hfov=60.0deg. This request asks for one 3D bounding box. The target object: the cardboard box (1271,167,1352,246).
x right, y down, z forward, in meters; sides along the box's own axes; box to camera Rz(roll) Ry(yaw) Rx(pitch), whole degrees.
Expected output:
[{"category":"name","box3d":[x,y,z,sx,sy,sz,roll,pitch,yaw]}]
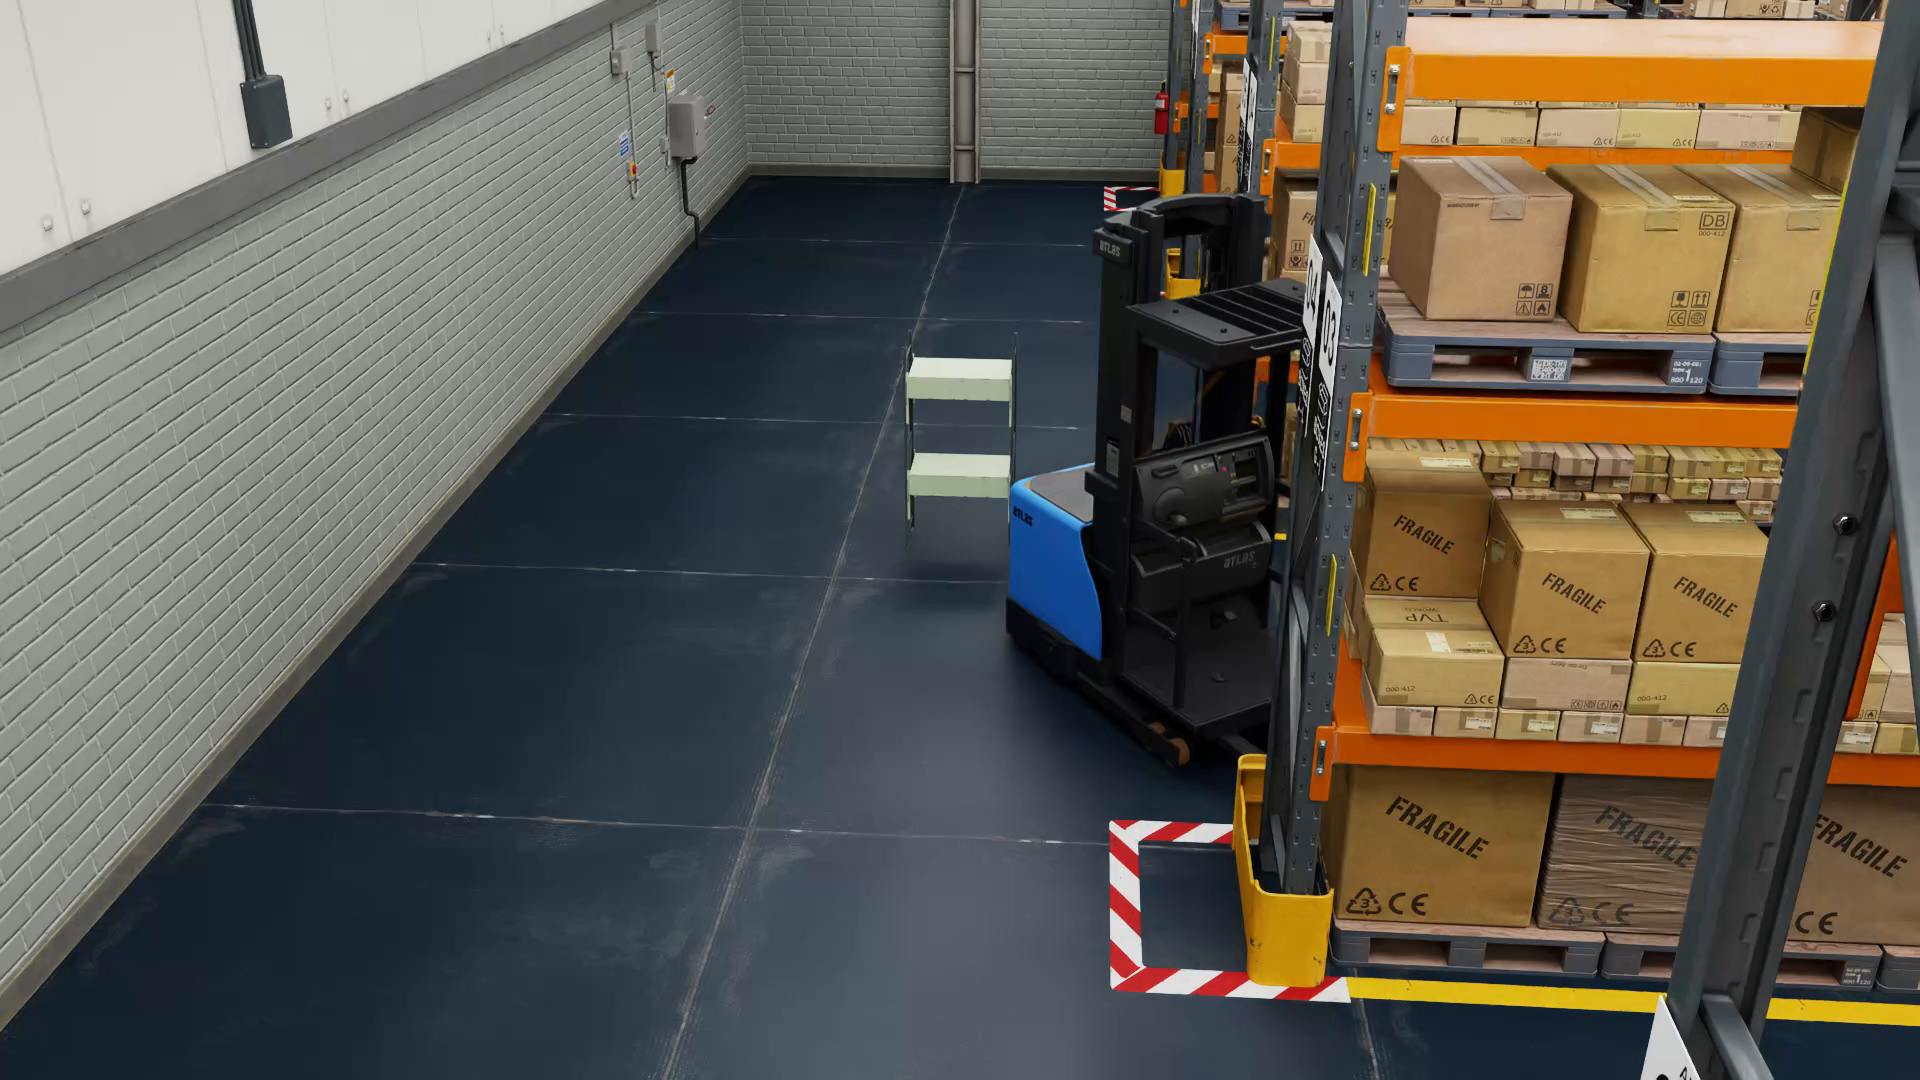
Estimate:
[{"category":"cardboard box","box3d":[2.510,-2.365,11.841,0.500,0.500,0.500,1,25,3]}]

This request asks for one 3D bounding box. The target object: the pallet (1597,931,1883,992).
[{"category":"pallet","box3d":[3.571,1.723,7.965,1.213,0.211,1.003,2,25,4]}]

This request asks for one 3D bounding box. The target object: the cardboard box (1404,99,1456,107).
[{"category":"cardboard box","box3d":[2.973,-3.024,10.938,0.500,0.250,0.500,2,25,3]}]

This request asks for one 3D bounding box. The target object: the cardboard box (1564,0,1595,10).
[{"category":"cardboard box","box3d":[5.640,-5.004,15.199,0.258,0.266,0.396,3,25,6]}]

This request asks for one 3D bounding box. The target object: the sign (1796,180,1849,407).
[{"category":"sign","box3d":[1.201,-0.321,2.280,0.005,0.325,0.100,2,25,4]}]

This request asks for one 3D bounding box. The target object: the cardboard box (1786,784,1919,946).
[{"category":"cardboard box","box3d":[3.993,1.242,7.713,0.875,0.875,0.875,2,25,4]}]

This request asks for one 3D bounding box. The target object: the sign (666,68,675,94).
[{"category":"sign","box3d":[-3.216,-5.108,18.485,0.001,0.242,0.339,2,25,4]}]

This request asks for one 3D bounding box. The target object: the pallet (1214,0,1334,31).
[{"category":"pallet","box3d":[3.053,-5.010,15.779,1.213,0.211,1.003,2,25,4]}]

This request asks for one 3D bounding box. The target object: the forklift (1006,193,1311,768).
[{"category":"forklift","box3d":[1.481,-0.291,9.087,1.130,2.935,3.031,-14,28,-28]}]

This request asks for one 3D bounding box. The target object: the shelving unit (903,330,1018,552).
[{"category":"shelving unit","box3d":[0.007,-0.681,11.647,0.755,1.500,0.431,2,25,4]}]

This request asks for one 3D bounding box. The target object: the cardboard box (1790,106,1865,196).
[{"category":"cardboard box","box3d":[3.568,-1.493,6.391,0.500,0.250,0.500,1,25,2]}]

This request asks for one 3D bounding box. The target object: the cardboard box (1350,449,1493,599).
[{"category":"cardboard box","box3d":[2.060,-0.079,7.470,0.500,0.500,0.500,2,25,5]}]

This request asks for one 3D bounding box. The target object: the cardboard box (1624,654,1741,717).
[{"category":"cardboard box","box3d":[3.032,0.515,7.077,0.500,0.250,0.500,1,25,2]}]

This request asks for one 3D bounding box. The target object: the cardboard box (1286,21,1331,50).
[{"category":"cardboard box","box3d":[2.389,-3.456,11.399,0.250,0.149,0.380,2,25,4]}]

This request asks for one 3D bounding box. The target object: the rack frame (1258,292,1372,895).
[{"category":"rack frame","box3d":[1.554,0.423,7.454,0.127,3.000,1.000,2,25,4]}]

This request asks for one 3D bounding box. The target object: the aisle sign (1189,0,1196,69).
[{"category":"aisle sign","box3d":[2.265,-5.020,16.172,0.004,0.787,0.394,2,25,4]}]

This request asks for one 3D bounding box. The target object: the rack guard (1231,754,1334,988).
[{"category":"rack guard","box3d":[1.530,1.558,7.978,0.348,0.500,1.175,2,25,4]}]

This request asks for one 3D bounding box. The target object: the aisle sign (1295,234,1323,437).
[{"category":"aisle sign","box3d":[1.505,-0.885,7.187,0.004,0.787,0.394,2,25,4]}]

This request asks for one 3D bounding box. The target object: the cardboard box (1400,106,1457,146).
[{"category":"cardboard box","box3d":[2.987,-2.796,11.040,0.500,0.250,0.500,3,25,6]}]

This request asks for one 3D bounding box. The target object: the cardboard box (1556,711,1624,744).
[{"category":"cardboard box","box3d":[2.654,0.710,7.132,0.250,0.149,0.380,1,25,3]}]

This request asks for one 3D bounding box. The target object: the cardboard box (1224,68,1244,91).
[{"category":"cardboard box","box3d":[2.646,-4.375,15.789,0.250,0.149,0.380,2,25,5]}]

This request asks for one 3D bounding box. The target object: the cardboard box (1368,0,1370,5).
[{"category":"cardboard box","box3d":[3.802,-5.197,15.564,0.500,0.311,0.500,2,25,5]}]

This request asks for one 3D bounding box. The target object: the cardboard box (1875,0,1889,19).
[{"category":"cardboard box","box3d":[8.510,-4.986,14.998,0.500,0.500,0.500,2,25,4]}]

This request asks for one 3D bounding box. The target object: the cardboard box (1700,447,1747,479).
[{"category":"cardboard box","box3d":[5.390,-0.574,11.816,0.250,0.149,0.380,2,25,5]}]

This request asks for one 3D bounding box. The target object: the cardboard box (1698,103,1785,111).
[{"category":"cardboard box","box3d":[5.025,-2.965,10.809,0.500,0.250,0.500,1,25,2]}]

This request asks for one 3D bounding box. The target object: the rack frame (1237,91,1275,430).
[{"category":"rack frame","box3d":[2.035,-1.641,11.939,0.127,3.000,1.000,2,25,4]}]

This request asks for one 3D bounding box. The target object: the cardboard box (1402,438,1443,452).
[{"category":"cardboard box","box3d":[3.310,-0.655,11.993,0.250,0.149,0.380,1,25,1]}]

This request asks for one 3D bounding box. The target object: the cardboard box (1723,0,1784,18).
[{"category":"cardboard box","box3d":[7.158,-5.029,15.092,0.500,0.500,0.500,1,25,3]}]

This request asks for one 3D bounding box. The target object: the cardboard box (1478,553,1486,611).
[{"category":"cardboard box","box3d":[2.563,0.277,7.594,0.500,0.250,0.500,1,25,3]}]

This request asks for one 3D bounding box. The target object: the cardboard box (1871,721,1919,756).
[{"category":"cardboard box","box3d":[3.932,0.751,7.042,0.250,0.149,0.380,1,25,3]}]

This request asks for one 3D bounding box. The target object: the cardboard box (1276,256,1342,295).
[{"category":"cardboard box","box3d":[2.461,-1.692,11.575,0.500,0.500,0.500,3,25,6]}]

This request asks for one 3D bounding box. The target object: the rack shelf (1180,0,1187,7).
[{"category":"rack shelf","box3d":[4.683,-6.748,20.310,4.000,0.370,1.077,2,25,4]}]

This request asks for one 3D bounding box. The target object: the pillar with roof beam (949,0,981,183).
[{"category":"pillar with roof beam","box3d":[-0.260,-7.169,16.777,0.400,9.000,9.100,2,25,4]}]

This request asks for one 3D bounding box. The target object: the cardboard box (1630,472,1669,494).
[{"category":"cardboard box","box3d":[4.903,-0.475,11.958,0.250,0.149,0.380,2,25,4]}]

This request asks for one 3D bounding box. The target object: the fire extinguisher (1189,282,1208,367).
[{"category":"fire extinguisher","box3d":[1.819,-1.637,12.469,0.183,0.674,0.296,2,25,4]}]

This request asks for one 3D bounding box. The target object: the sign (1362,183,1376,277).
[{"category":"sign","box3d":[1.506,-1.142,6.125,0.005,0.325,0.100,2,25,4]}]

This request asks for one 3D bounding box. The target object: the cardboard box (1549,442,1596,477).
[{"category":"cardboard box","box3d":[4.342,-0.593,11.858,0.250,0.149,0.380,1,25,2]}]

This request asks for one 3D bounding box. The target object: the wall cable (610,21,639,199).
[{"category":"wall cable","box3d":[-3.311,-4.354,16.582,0.123,1.953,0.585,2,25,4]}]

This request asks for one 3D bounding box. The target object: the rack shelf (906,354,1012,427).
[{"category":"rack shelf","box3d":[0.007,-1.036,11.484,0.720,0.370,0.431,2,25,4]}]

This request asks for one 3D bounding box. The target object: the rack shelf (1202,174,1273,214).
[{"category":"rack shelf","box3d":[4.307,-3.317,16.441,4.000,0.370,1.077,2,25,4]}]

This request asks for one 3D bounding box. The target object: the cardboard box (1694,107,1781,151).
[{"category":"cardboard box","box3d":[5.016,-2.732,10.900,0.500,0.250,0.500,2,25,4]}]

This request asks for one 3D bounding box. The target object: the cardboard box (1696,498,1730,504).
[{"category":"cardboard box","box3d":[5.353,-0.322,11.982,0.250,0.149,0.380,3,25,5]}]

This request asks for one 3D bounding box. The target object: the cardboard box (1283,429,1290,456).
[{"category":"cardboard box","box3d":[2.583,-0.774,12.607,0.250,0.149,0.380,1,25,3]}]

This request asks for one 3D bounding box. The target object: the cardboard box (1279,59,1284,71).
[{"category":"cardboard box","box3d":[3.205,-4.602,16.283,0.250,0.149,0.380,2,25,3]}]

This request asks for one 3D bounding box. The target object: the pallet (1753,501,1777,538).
[{"category":"pallet","box3d":[5.351,-0.253,12.259,1.213,0.211,1.003,2,25,4]}]

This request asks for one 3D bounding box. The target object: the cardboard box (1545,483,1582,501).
[{"category":"cardboard box","box3d":[4.319,-0.349,12.039,0.250,0.149,0.380,2,25,5]}]

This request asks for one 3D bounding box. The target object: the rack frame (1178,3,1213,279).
[{"category":"rack frame","box3d":[2.313,-3.707,16.430,0.127,3.000,1.000,2,25,4]}]

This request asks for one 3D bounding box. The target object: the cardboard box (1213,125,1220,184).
[{"category":"cardboard box","box3d":[2.814,-3.848,16.615,0.500,0.500,0.500,2,25,4]}]

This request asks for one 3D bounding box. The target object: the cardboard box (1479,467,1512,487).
[{"category":"cardboard box","box3d":[3.850,-0.531,12.079,0.250,0.149,0.380,3,25,7]}]

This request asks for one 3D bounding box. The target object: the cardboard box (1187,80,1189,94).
[{"category":"cardboard box","box3d":[3.040,-5.763,21.199,0.250,0.149,0.380,2,25,3]}]
